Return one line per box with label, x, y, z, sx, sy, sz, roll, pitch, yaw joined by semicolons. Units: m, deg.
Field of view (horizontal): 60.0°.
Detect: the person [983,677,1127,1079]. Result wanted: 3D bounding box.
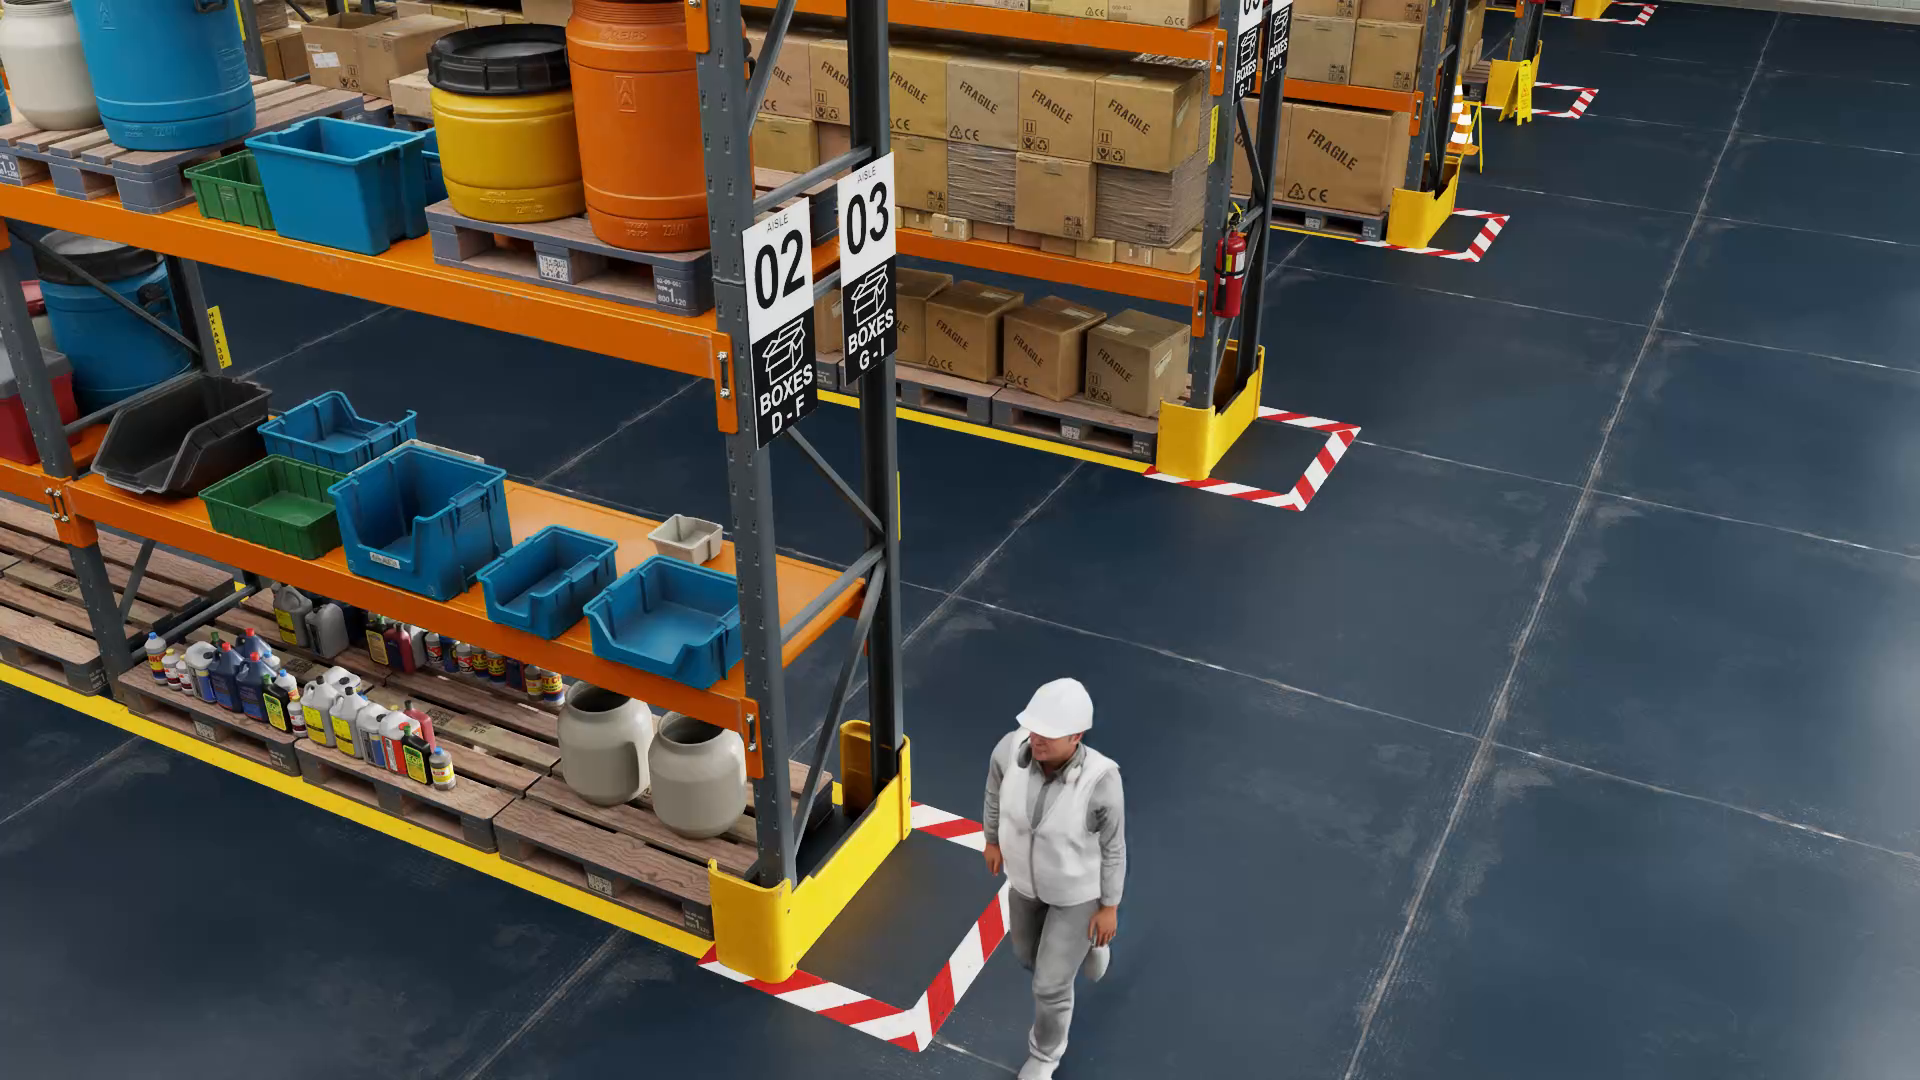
person;0.368;1.189;6.197;0.605;1.737;0.830;18;34;28
